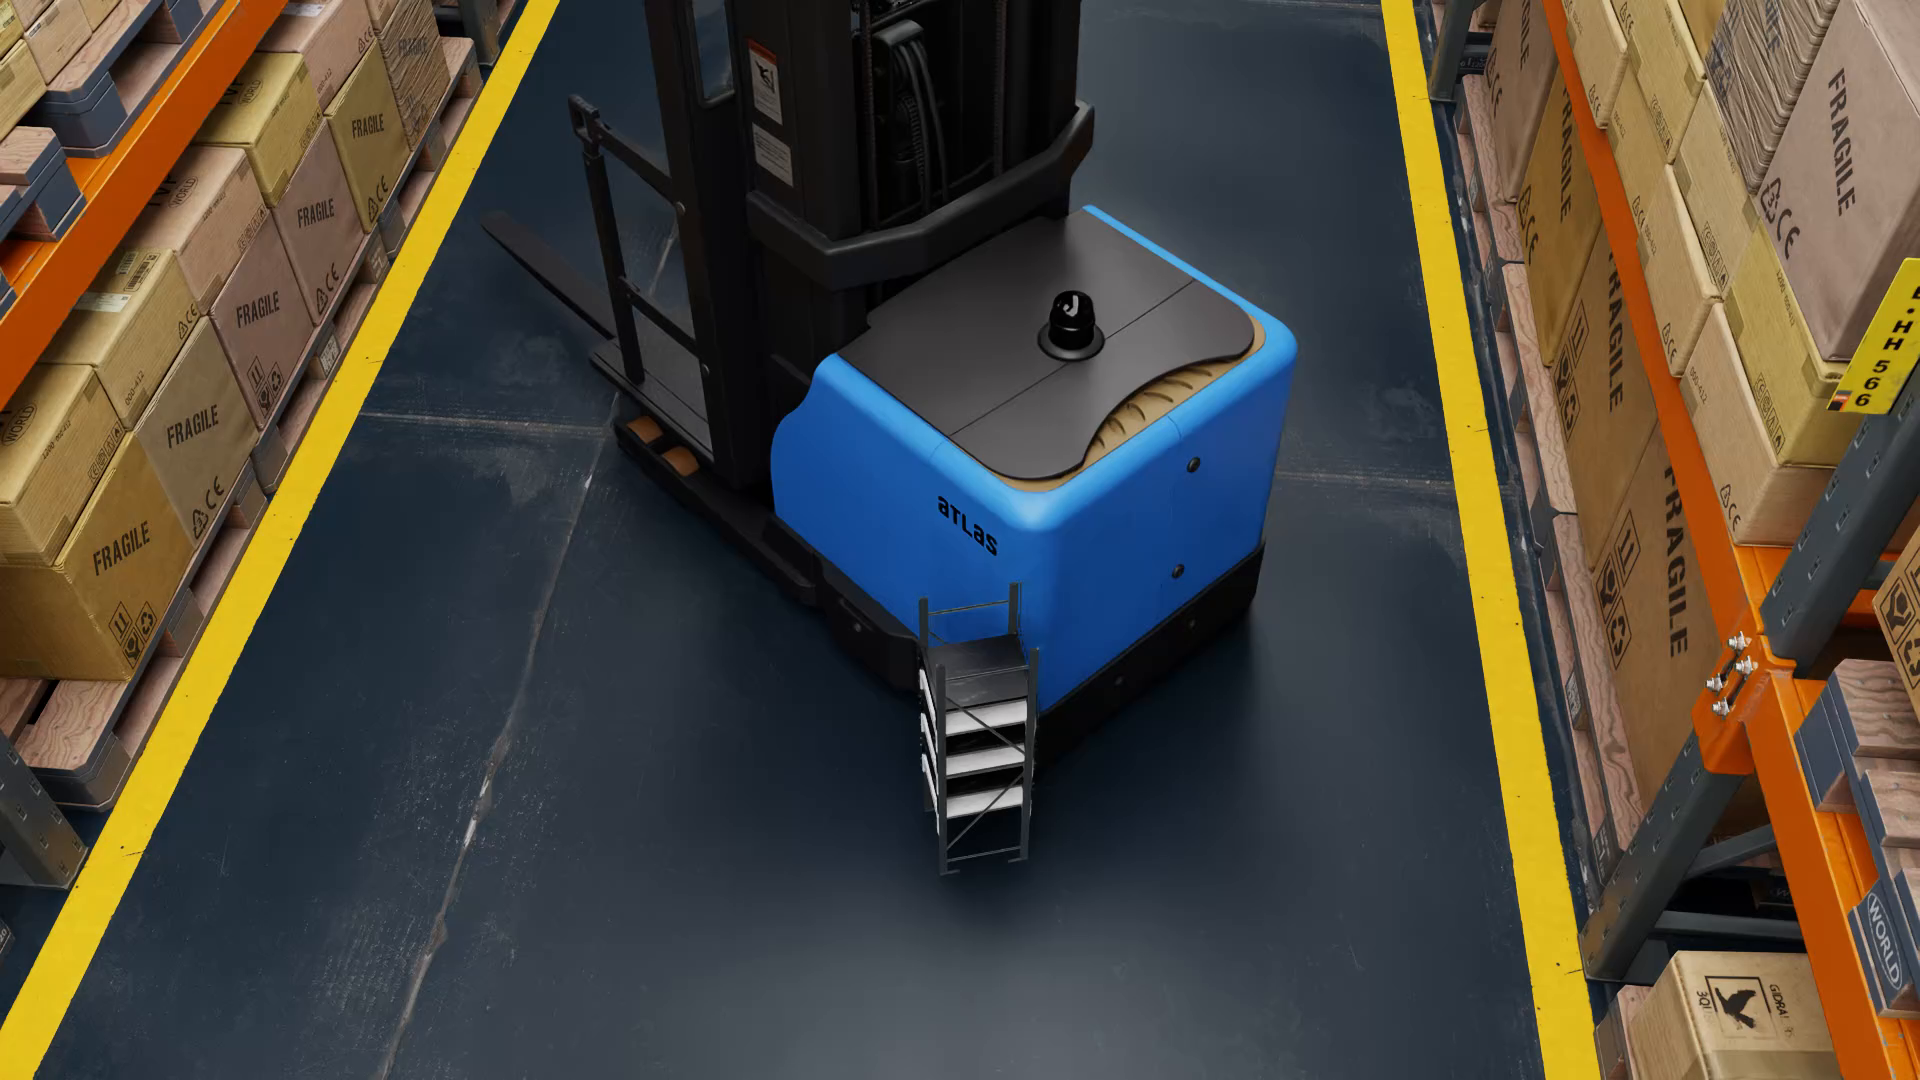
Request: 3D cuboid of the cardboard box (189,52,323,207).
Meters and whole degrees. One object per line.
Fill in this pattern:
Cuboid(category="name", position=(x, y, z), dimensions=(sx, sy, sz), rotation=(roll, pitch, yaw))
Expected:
Cuboid(category="cardboard box", position=(-2.393, -1.323, 5.328), dimensions=(0.500, 0.250, 0.500), rotation=(2, 48, 2))

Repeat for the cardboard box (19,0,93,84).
Cuboid(category="cardboard box", position=(-2.512, -1.324, 4.314), dimensions=(0.380, 0.149, 0.250), rotation=(5, 48, 5))

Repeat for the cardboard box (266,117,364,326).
Cuboid(category="cardboard box", position=(-2.398, -1.086, 5.620), dimensions=(0.500, 0.500, 0.500), rotation=(3, 48, 3))

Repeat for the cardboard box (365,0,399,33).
Cuboid(category="cardboard box", position=(-2.299, -2.089, 6.029), dimensions=(0.500, 0.250, 0.500), rotation=(3, 48, 2))

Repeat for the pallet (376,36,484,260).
Cuboid(category="pallet", position=(-2.553, -1.589, 6.560), dimensions=(1.003, 0.211, 1.213), rotation=(4, 48, 4))

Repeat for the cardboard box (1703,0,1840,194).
Cuboid(category="cardboard box", position=(1.916, -1.050, 3.432), dimensions=(0.500, 0.500, 0.500), rotation=(5, 48, 4))

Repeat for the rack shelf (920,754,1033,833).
Cuboid(category="rack shelf", position=(0.042, 0.641, 4.343), dimensions=(0.258, 0.077, 0.200), rotation=(-9, 48, -8))

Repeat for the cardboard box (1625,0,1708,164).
Cuboid(category="cardboard box", position=(1.951, -1.150, 4.032), dimensions=(0.500, 0.250, 0.500), rotation=(3, 48, 3))

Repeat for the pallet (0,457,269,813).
Cuboid(category="pallet", position=(-2.775, 0.204, 4.920), dimensions=(1.003, 0.211, 1.213), rotation=(4, 48, 4))

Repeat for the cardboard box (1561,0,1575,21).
Cuboid(category="cardboard box", position=(2.044, -1.731, 4.902), dimensions=(0.500, 0.250, 0.500), rotation=(4, 48, 3))

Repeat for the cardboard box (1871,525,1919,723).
Cuboid(category="cardboard box", position=(1.819, 0.135, 2.540), dimensions=(0.500, 0.500, 0.500), rotation=(3, 48, 2))

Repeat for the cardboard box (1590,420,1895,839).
Cuboid(category="cardboard box", position=(2.237, 0.169, 4.218), dimensions=(0.875, 0.875, 0.875), rotation=(3, 48, 3))

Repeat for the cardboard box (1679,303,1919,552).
Cuboid(category="cardboard box", position=(1.878, -0.242, 3.541), dimensions=(0.500, 0.250, 0.500), rotation=(2, 48, 2))

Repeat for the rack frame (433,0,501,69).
Cuboid(category="rack frame", position=(-2.483, -3.102, 6.054), dimensions=(1.000, 3.000, 0.127), rotation=(4, 48, 4))

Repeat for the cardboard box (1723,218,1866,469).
Cuboid(category="cardboard box", position=(1.882, -0.395, 3.341), dimensions=(0.500, 0.250, 0.500), rotation=(4, 48, 3))

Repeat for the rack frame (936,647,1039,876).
Cuboid(category="rack frame", position=(0.063, 0.570, 4.119), dimensions=(0.240, 0.900, 0.006), rotation=(-9, 48, -8))

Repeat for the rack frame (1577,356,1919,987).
Cuboid(category="rack frame", position=(2.091, 0.096, 3.129), dimensions=(1.000, 3.000, 0.127), rotation=(4, 48, 4))

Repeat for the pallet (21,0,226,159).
Cuboid(category="pallet", position=(-2.708, -1.555, 4.770), dimensions=(1.003, 0.211, 1.213), rotation=(4, 48, 4))

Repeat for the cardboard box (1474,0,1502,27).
Cuboid(category="cardboard box", position=(2.620, -2.575, 7.024), dimensions=(0.875, 0.438, 0.875), rotation=(3, 48, 3))

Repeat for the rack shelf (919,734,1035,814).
Cuboid(category="rack shelf", position=(0.042, 0.580, 4.277), dimensions=(0.258, 0.077, 0.200), rotation=(-9, 48, -8))

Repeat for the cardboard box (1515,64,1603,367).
Cuboid(category="cardboard box", position=(2.404, -1.143, 5.418), dimensions=(0.875, 0.875, 0.875), rotation=(5, 48, 5))

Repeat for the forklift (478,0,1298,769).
Cuboid(category="forklift", position=(-0.475, -1.356, 4.504), dimensions=(1.130, 2.935, 3.031), rotation=(-34, 56, -27))

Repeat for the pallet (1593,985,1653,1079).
Cuboid(category="pallet", position=(2.018, 1.611, 3.633), dimensions=(1.003, 0.211, 1.213), rotation=(4, 48, 4))

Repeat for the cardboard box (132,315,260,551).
Cuboid(category="cardboard box", position=(-2.487, -0.333, 4.931), dimensions=(0.500, 0.500, 0.500), rotation=(4, 48, 4))

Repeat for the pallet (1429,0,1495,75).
Cuboid(category="pallet", position=(2.603, -2.456, 7.353), dimensions=(1.003, 0.211, 1.213), rotation=(4, 48, 4))

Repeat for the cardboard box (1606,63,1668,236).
Cuboid(category="cardboard box", position=(1.971, -0.988, 4.222), dimensions=(0.500, 0.250, 0.500), rotation=(3, 48, 3))

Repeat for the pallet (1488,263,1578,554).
Cuboid(category="pallet", position=(2.352, -0.431, 5.501), dimensions=(1.003, 0.211, 1.213), rotation=(4, 48, 4))

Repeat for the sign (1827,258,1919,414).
Cuboid(category="sign", position=(1.538, -0.330, 2.734), dimensions=(0.100, 0.325, 0.005), rotation=(4, 48, 4))

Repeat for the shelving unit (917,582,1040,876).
Cuboid(category="shelving unit", position=(0.042, 0.497, 4.186), dimensions=(0.258, 0.900, 0.210), rotation=(-9, 48, -8))

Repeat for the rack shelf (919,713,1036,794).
Cuboid(category="rack shelf", position=(0.042, 0.519, 4.211), dimensions=(0.258, 0.077, 0.200), rotation=(-9, 48, -8))

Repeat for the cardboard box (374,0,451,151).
Cuboid(category="cardboard box", position=(-2.300, -1.839, 6.309), dimensions=(0.500, 0.500, 0.500), rotation=(3, 48, 3))

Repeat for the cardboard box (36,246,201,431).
Cuboid(category="cardboard box", position=(-2.498, -0.577, 4.646), dimensions=(0.500, 0.250, 0.500), rotation=(3, 48, 3))

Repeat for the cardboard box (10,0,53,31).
Cuboid(category="cardboard box", position=(-2.514, -1.426, 4.205), dimensions=(0.380, 0.149, 0.250), rotation=(4, 48, 4))

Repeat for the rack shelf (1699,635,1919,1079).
Cuboid(category="rack shelf", position=(1.909, 1.808, 2.051), dimensions=(1.077, 0.370, 4.000), rotation=(4, 48, 4))
